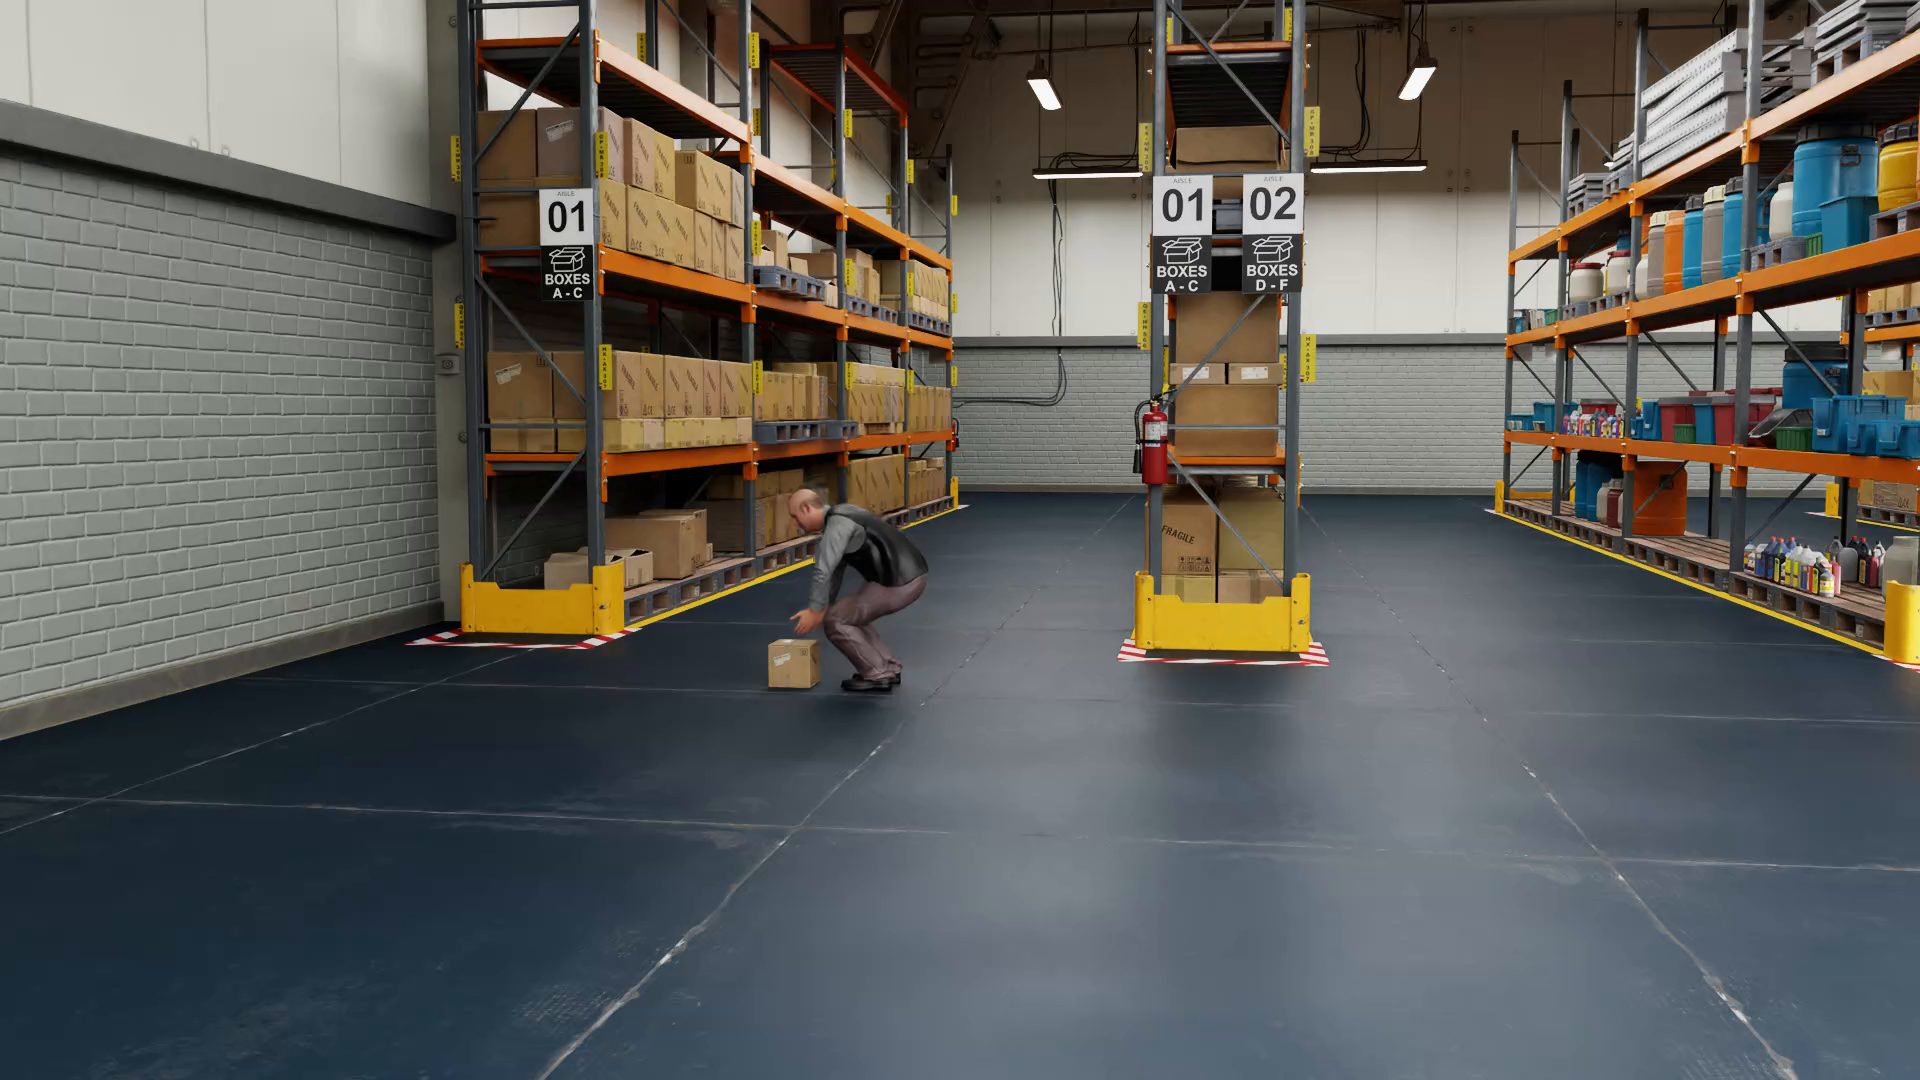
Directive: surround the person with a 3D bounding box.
[{"bbox_3d":[-0.601,0.284,9.730,0.815,1.168,0.573,1,4,9],"label":"person"}]
